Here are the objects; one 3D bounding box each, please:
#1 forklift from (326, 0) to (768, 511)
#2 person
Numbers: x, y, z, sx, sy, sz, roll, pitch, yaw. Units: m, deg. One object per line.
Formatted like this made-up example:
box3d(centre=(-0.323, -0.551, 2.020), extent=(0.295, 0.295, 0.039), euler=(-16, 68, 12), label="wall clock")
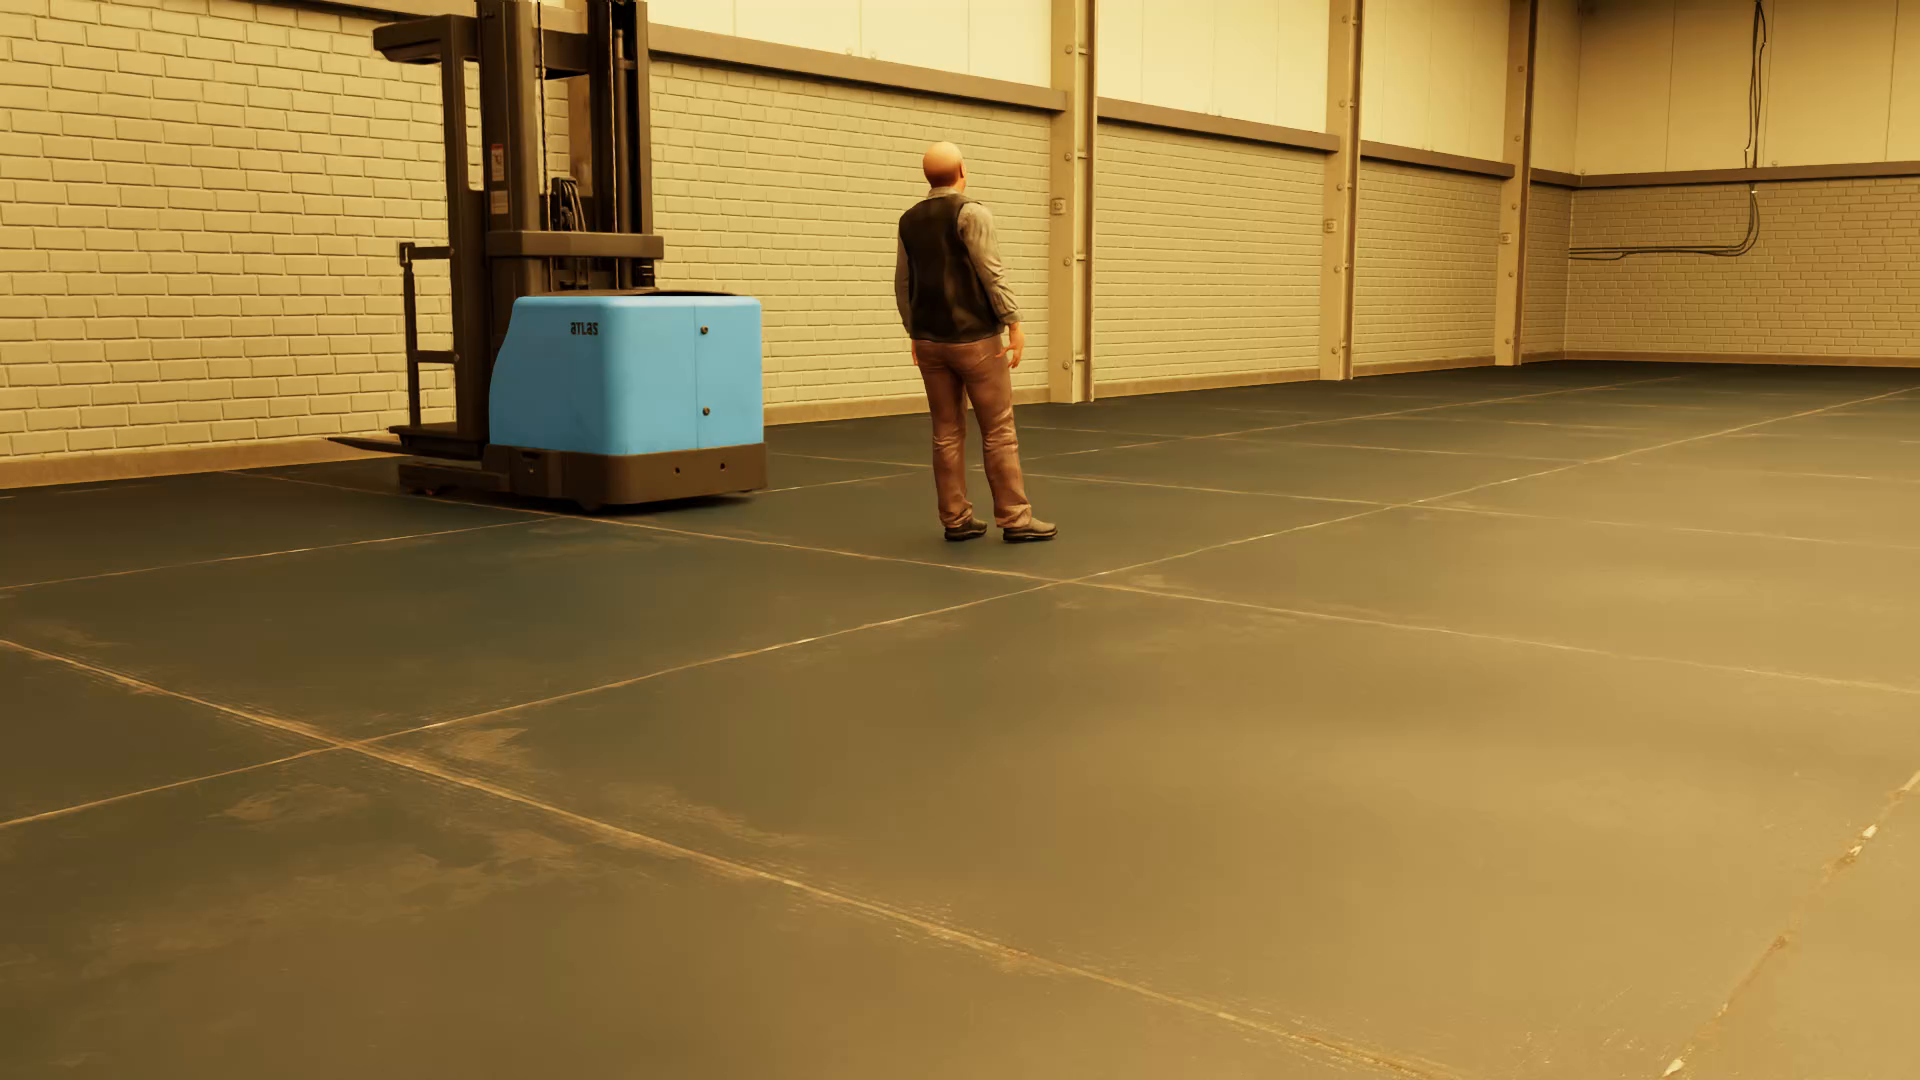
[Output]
box3d(centre=(-2.473, -1.743, 9.192), extent=(3.031, 2.935, 1.130), euler=(7, 11, 40), label="forklift")
box3d(centre=(0.045, -0.865, 7.323), extent=(0.633, 1.722, 0.566), euler=(7, 11, 38), label="person")
